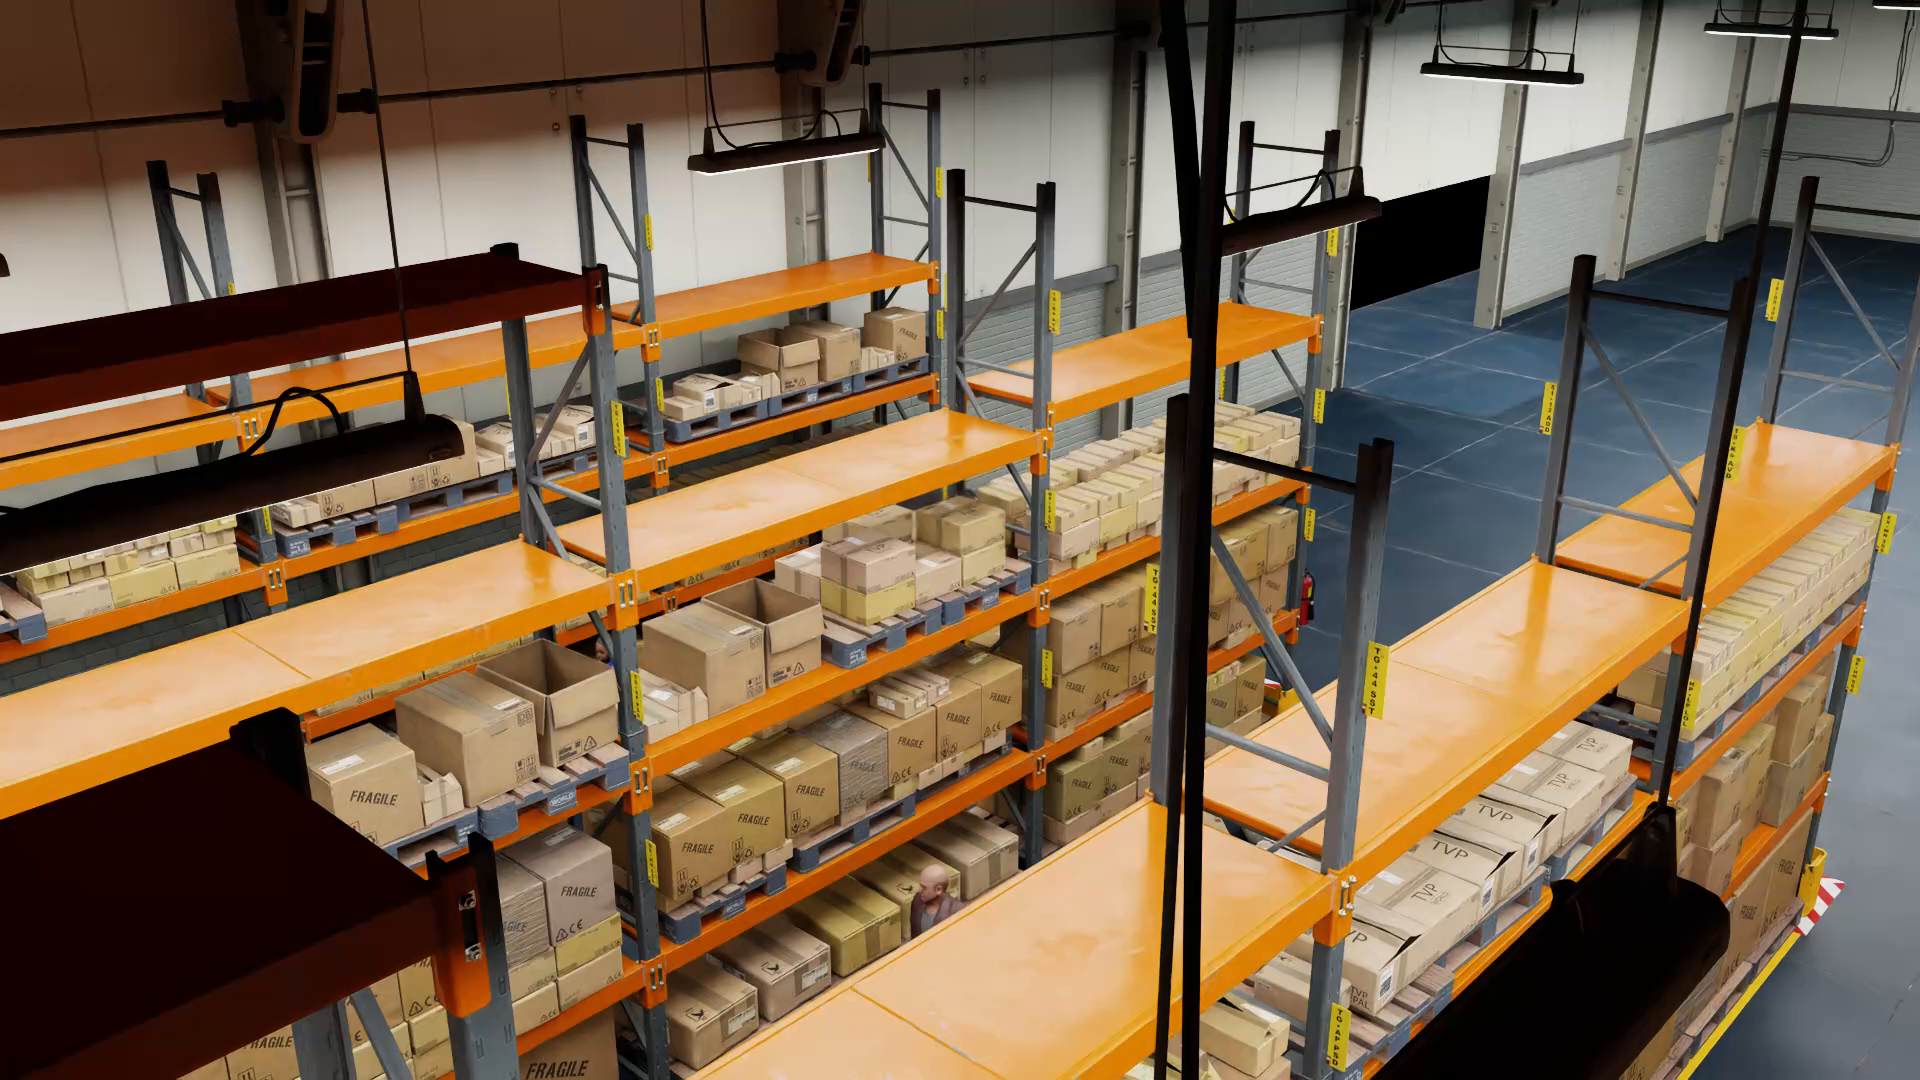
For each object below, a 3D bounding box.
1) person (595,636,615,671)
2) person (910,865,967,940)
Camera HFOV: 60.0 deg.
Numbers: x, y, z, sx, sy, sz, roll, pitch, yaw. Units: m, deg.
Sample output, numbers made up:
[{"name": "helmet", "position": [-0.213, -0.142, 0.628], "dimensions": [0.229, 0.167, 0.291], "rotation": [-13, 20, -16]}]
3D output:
[{"name": "person", "position": [-3.225, 1.643, 15.536], "dimensions": [0.483, 1.667, 0.490], "rotation": [7, 22, 17]}, {"name": "person", "position": [-0.107, 3.080, 11.599], "dimensions": [0.681, 1.779, 0.509], "rotation": [18, 27, 38]}]
